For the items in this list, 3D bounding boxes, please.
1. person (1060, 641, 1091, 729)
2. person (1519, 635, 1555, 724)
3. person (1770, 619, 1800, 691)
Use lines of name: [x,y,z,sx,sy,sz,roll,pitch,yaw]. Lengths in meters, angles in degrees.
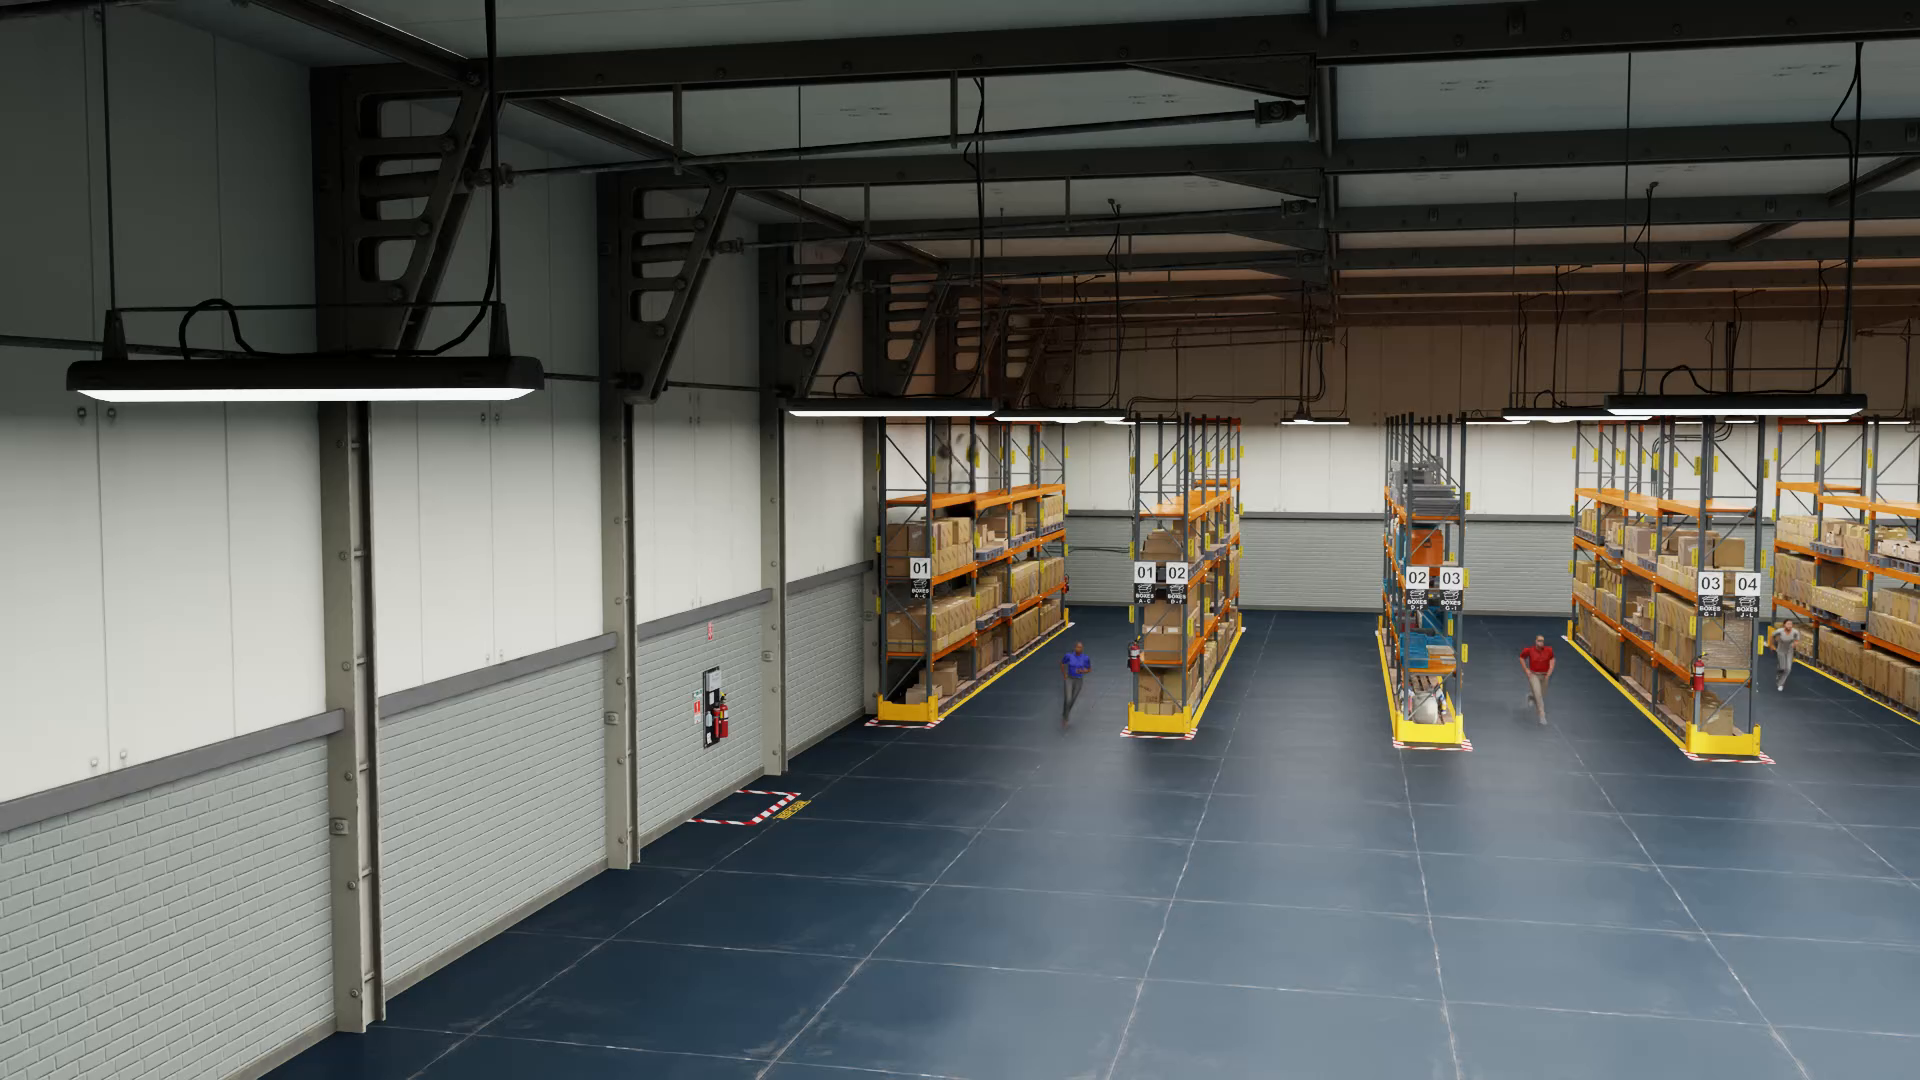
person: [2.189,2.775,31.981,0.638,1.692,0.740,-1,4,-9]
person: [11.287,2.698,32.568,0.663,1.732,1.029,0,4,-3]
person: [17.960,2.490,36.208,0.554,1.597,0.688,1,4,10]
